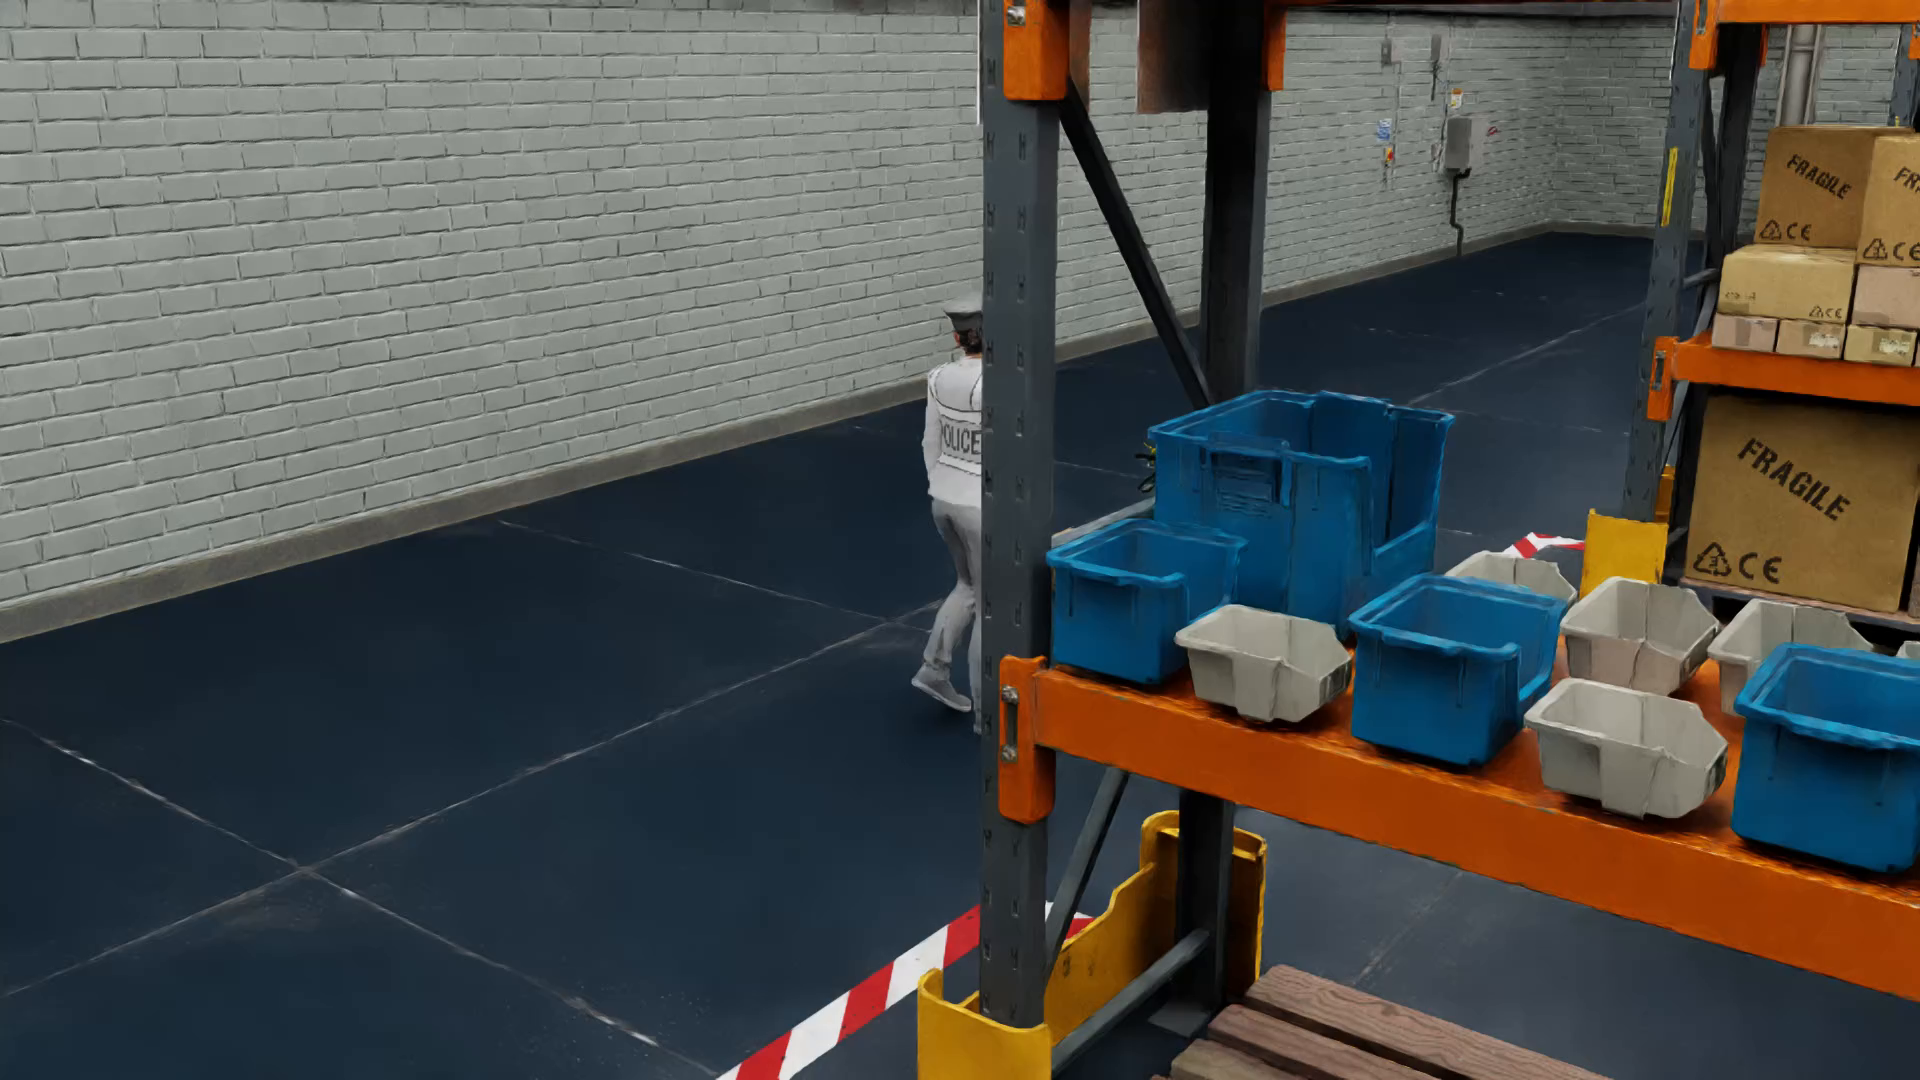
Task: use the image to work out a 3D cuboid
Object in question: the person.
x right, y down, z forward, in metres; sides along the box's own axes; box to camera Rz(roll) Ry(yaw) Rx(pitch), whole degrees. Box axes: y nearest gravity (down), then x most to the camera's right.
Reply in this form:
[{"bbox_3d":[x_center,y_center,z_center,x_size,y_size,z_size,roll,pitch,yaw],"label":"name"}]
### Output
[{"bbox_3d":[0.052,-0.084,6.275,0.393,1.661,0.534,-12,20,-34],"label":"person"}]
